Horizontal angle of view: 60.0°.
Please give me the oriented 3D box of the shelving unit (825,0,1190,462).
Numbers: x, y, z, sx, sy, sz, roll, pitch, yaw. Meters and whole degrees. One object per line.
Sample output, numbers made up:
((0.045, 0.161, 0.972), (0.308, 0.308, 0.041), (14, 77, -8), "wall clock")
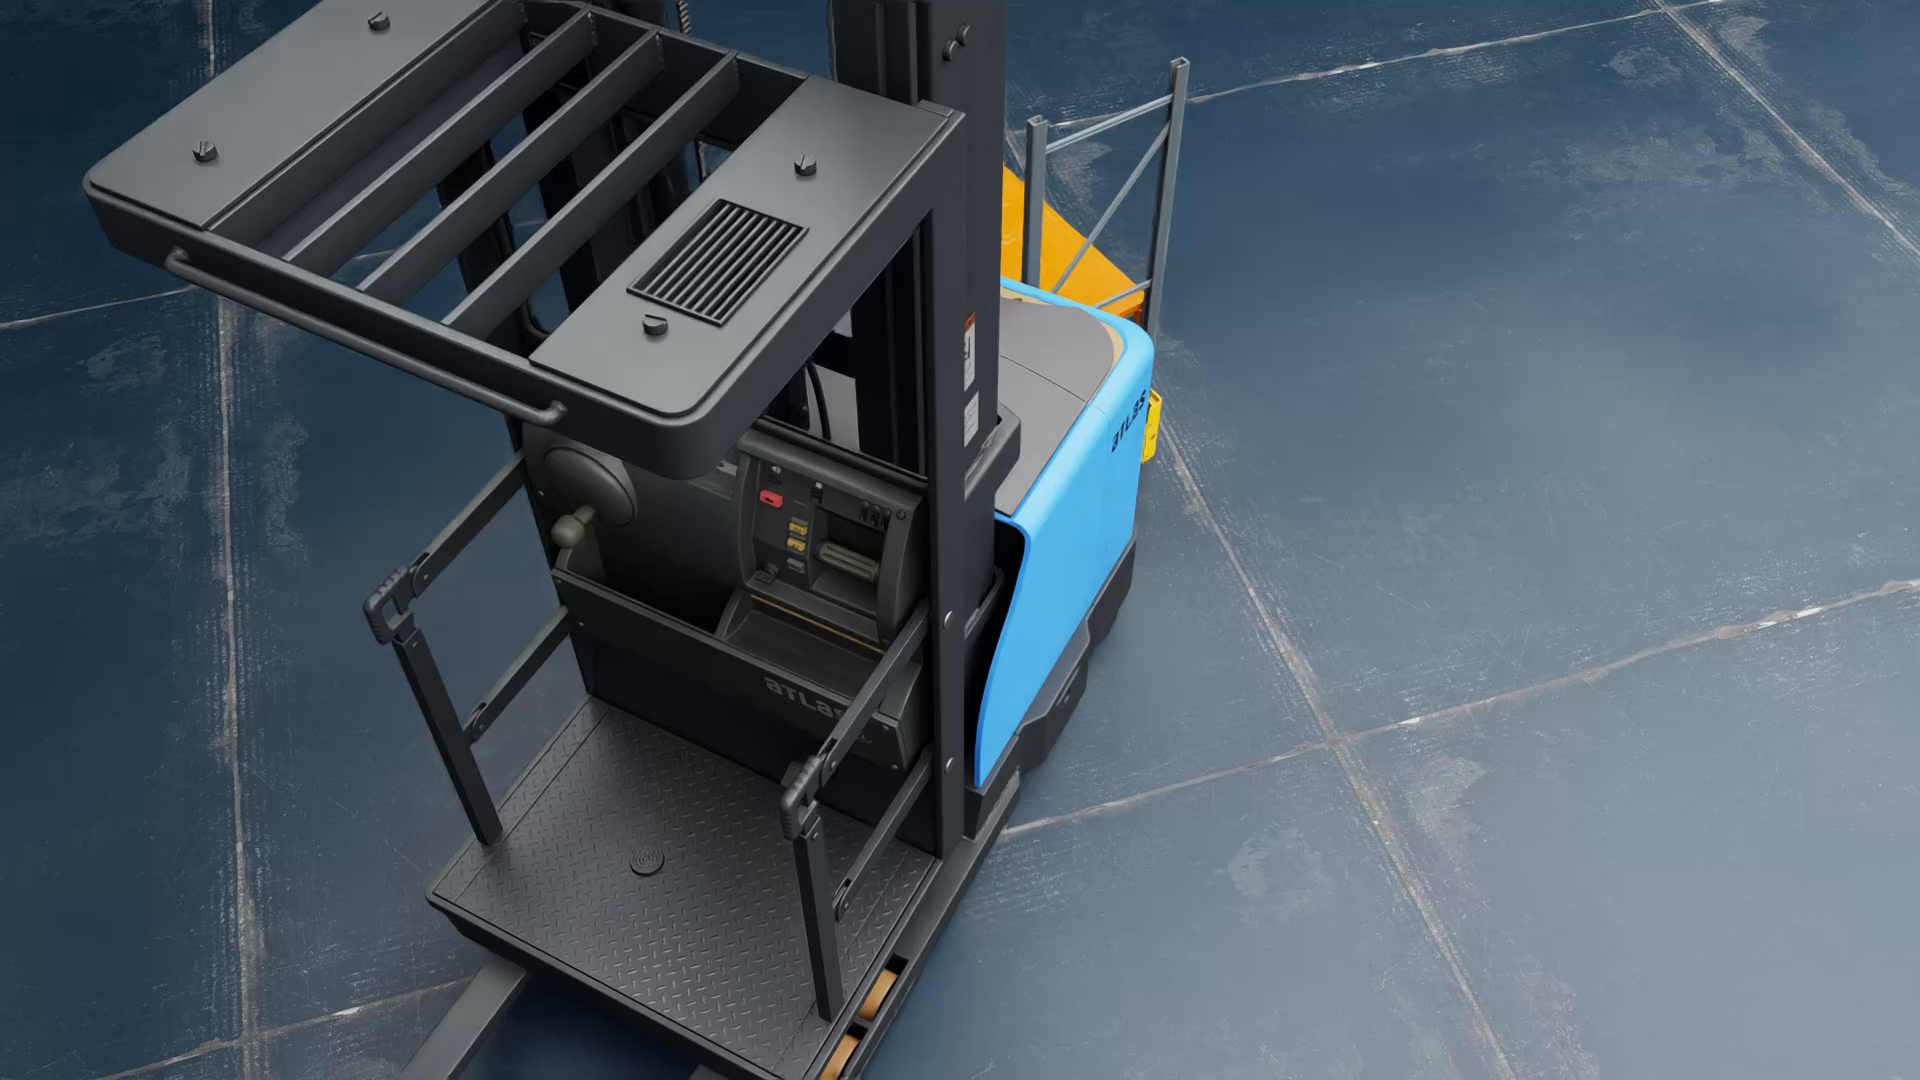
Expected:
((0.107, -0.985, 5.100), (0.587, 1.500, 1.083), (-27, 55, -21), "shelving unit")

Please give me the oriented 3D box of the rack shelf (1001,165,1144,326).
((0.102, -0.875, 5.242), (0.538, 0.185, 1.000), (-27, 55, -21), "rack shelf")

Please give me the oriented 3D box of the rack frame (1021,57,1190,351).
((0.384, -0.668, 4.832), (0.500, 1.500, 0.032), (-27, 55, -21), "rack frame")

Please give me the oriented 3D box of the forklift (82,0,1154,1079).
((-0.613, 0.023, 3.314), (1.130, 2.935, 3.031), (22, 53, 17), "forklift")

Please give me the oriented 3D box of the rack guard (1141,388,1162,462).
((0.383, -0.266, 5.310), (0.587, 0.250, 0.087), (-27, 55, -21), "rack guard")

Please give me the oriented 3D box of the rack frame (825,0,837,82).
((-0.179, -1.315, 5.378), (0.500, 1.500, 0.032), (-27, 55, -21), "rack frame")
